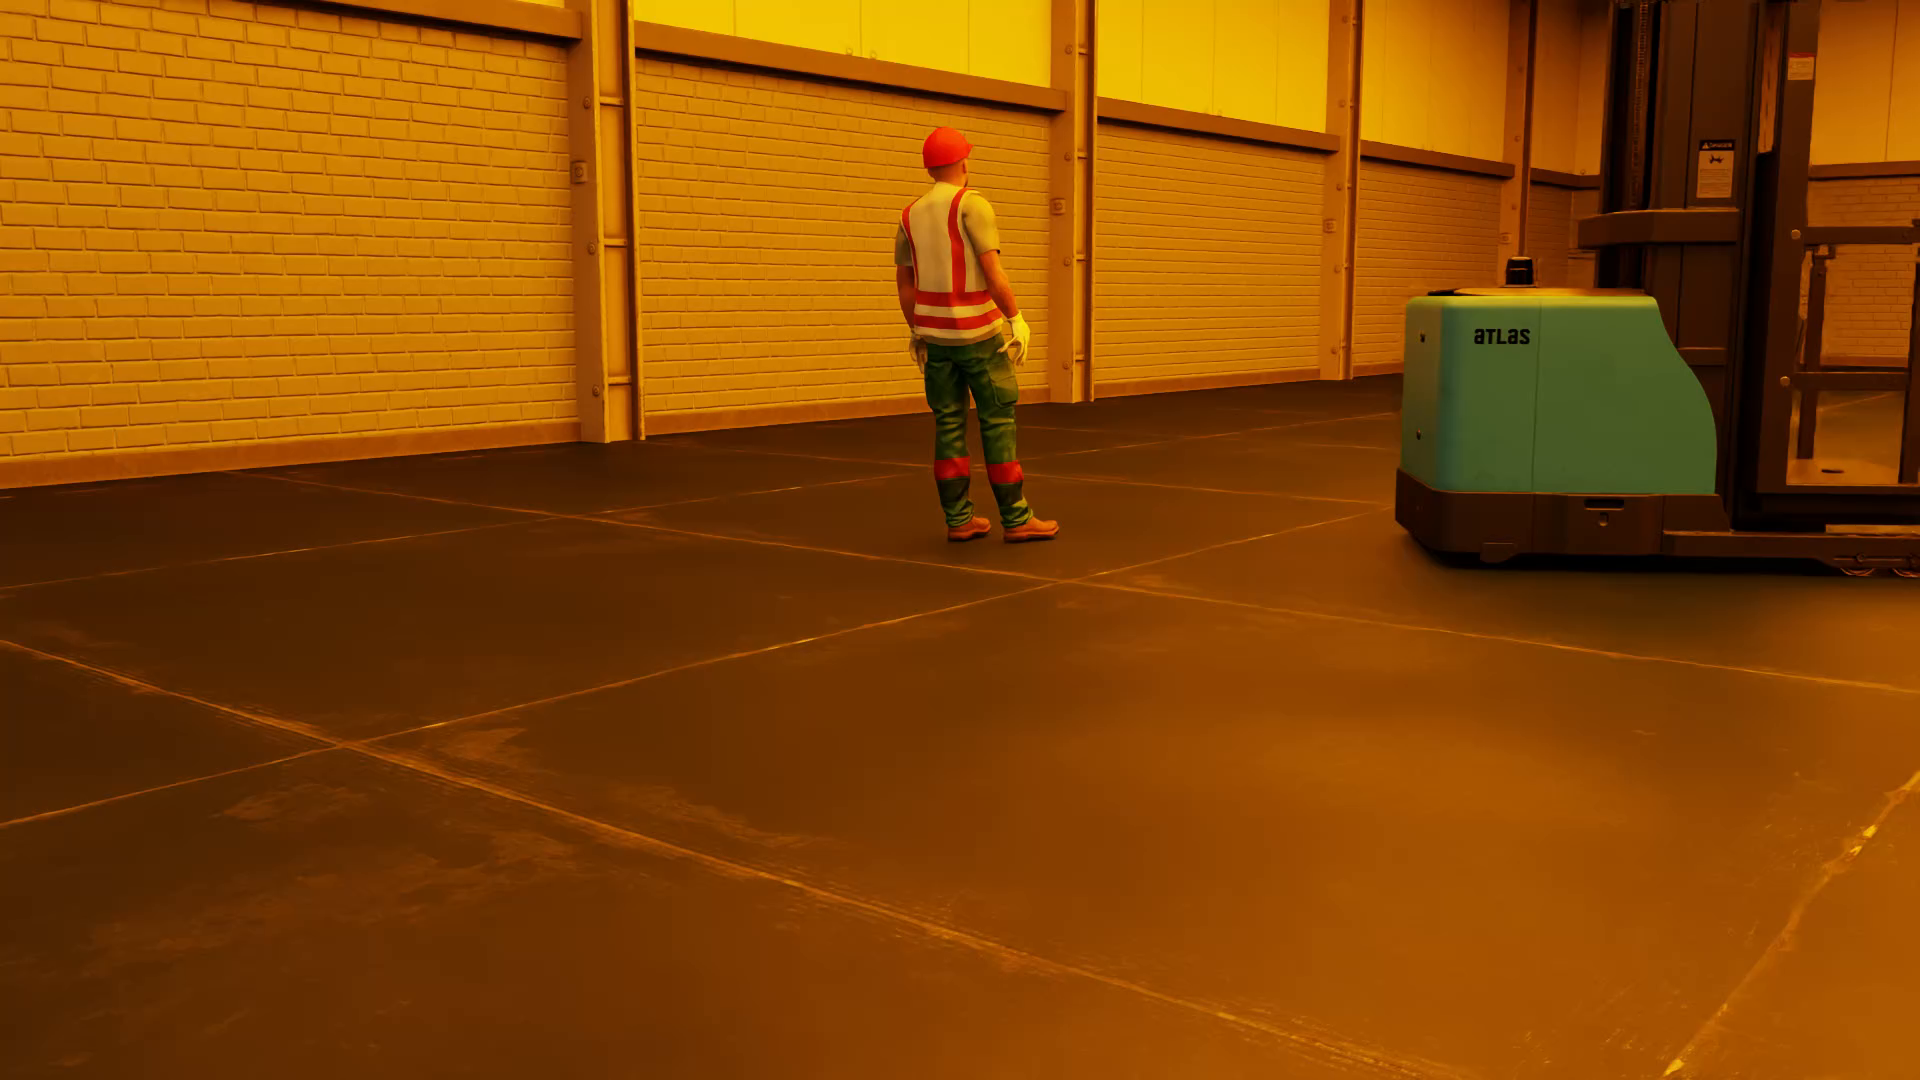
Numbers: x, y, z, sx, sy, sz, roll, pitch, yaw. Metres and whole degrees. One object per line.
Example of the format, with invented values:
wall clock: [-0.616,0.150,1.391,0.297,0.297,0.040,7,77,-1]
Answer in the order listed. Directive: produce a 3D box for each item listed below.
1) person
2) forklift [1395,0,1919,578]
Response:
person: [0.060,-0.900,7.328,0.637,1.787,0.564,7,11,38]
forklift: [3.432,-1.385,6.750,3.031,2.935,1.130,1,8,6]
